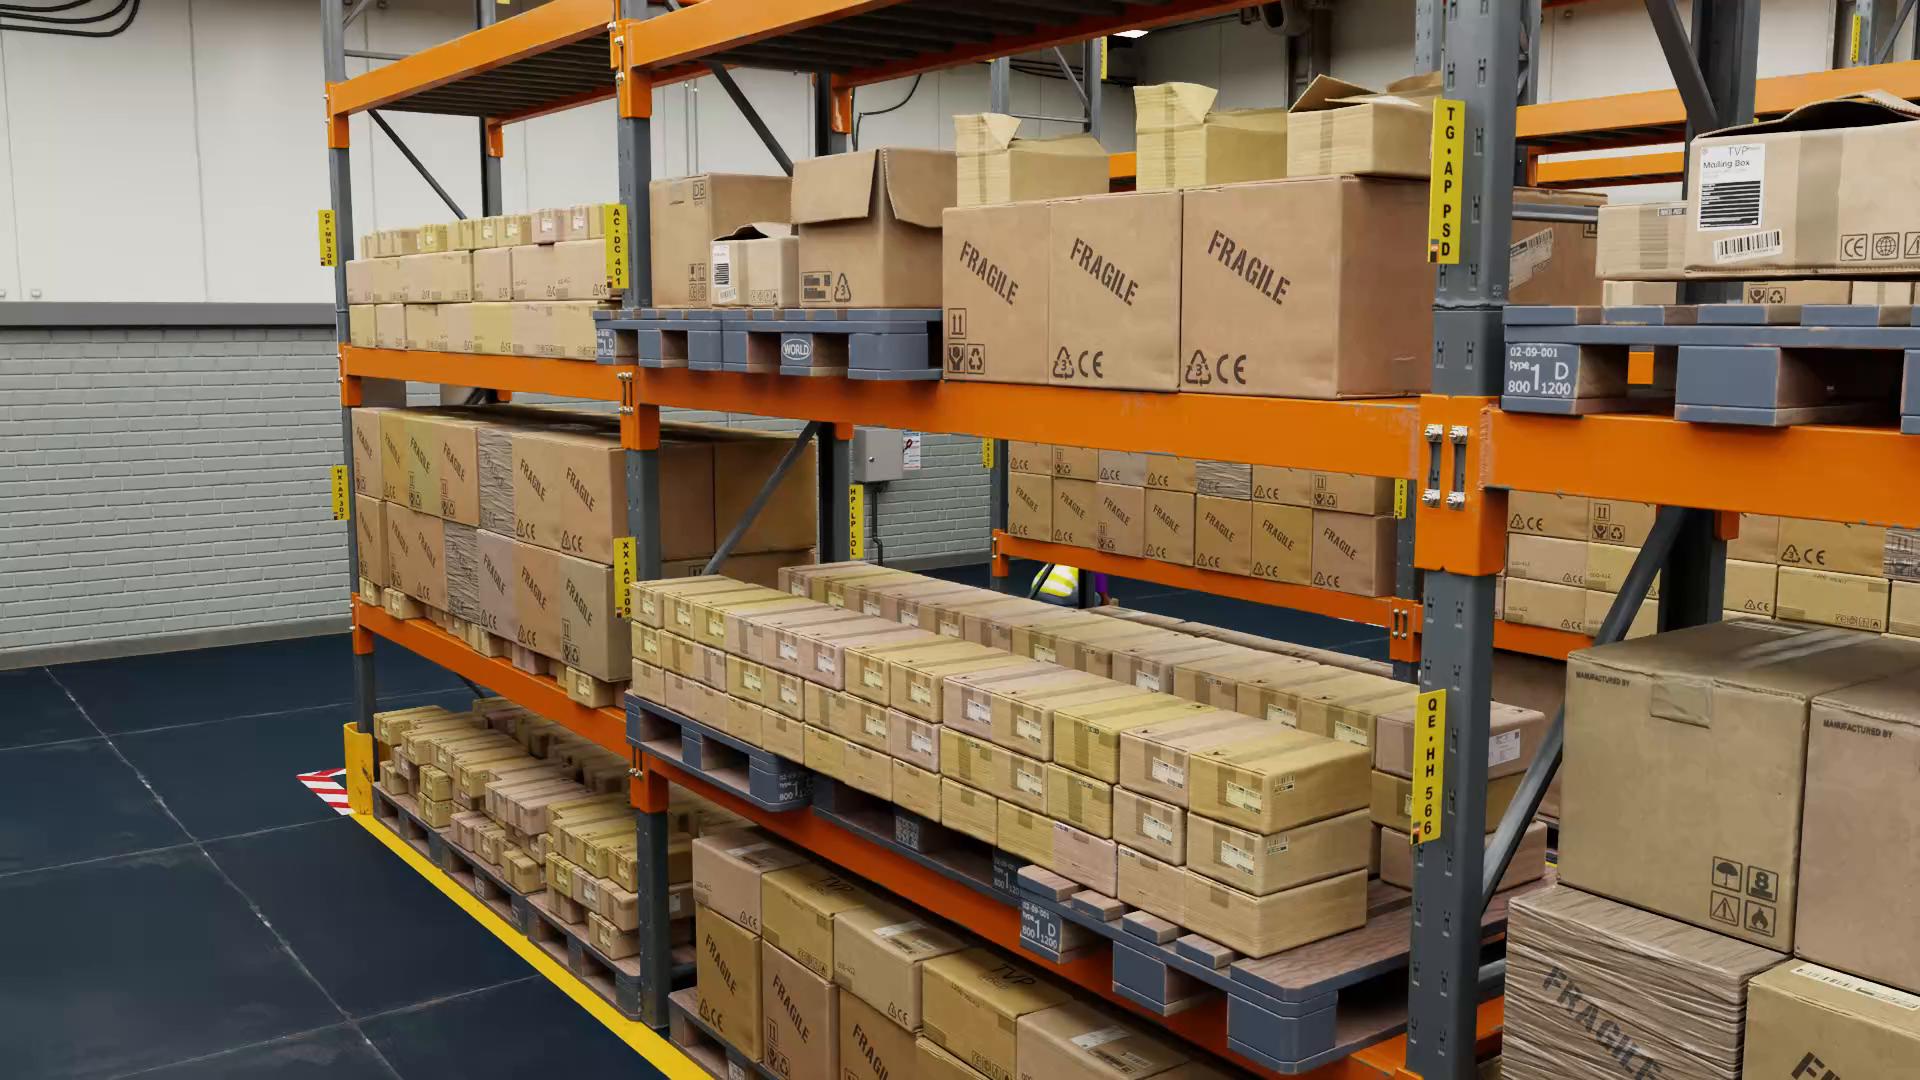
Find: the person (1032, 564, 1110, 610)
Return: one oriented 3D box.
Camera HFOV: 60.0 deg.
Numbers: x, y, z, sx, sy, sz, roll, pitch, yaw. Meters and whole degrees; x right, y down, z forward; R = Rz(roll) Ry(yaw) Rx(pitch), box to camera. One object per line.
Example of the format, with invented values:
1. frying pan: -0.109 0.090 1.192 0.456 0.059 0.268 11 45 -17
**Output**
1. person: 1.102 0.487 16.015 0.925 0.883 0.549 -6 10 -36
